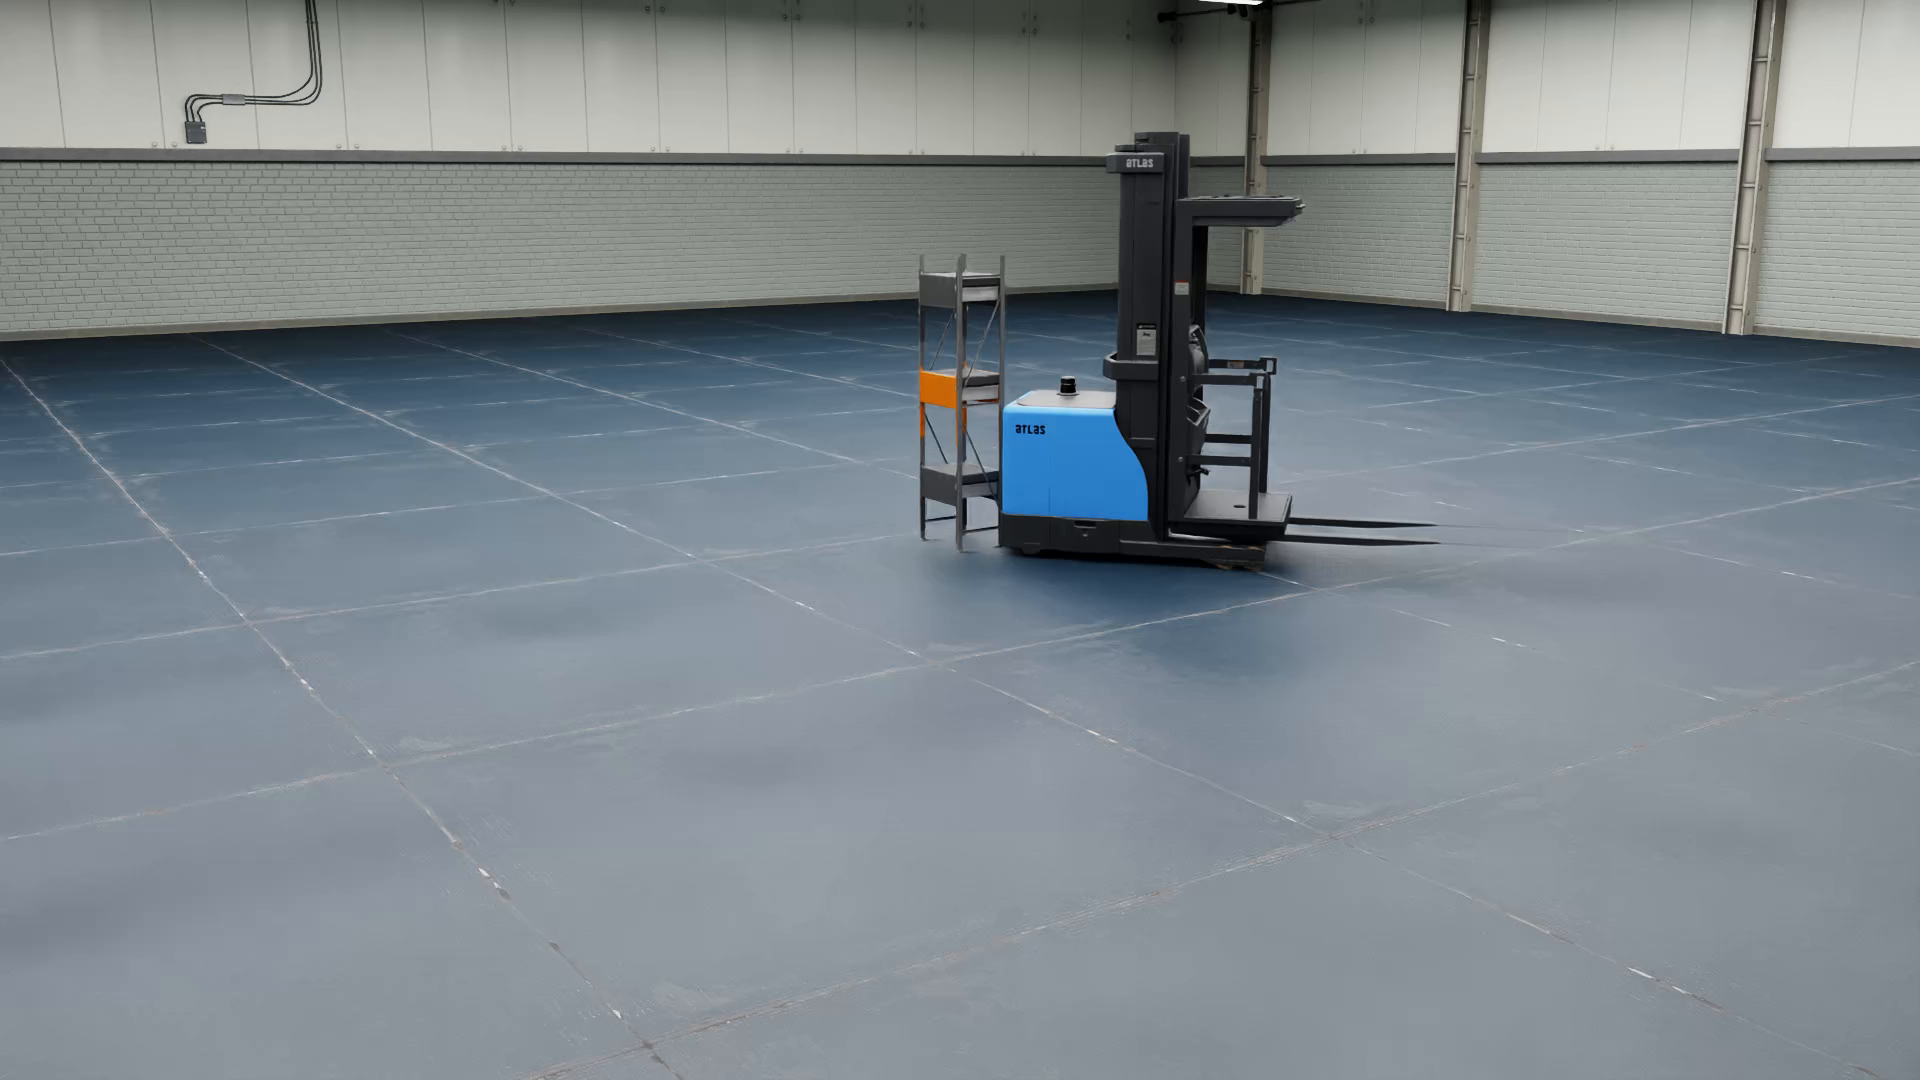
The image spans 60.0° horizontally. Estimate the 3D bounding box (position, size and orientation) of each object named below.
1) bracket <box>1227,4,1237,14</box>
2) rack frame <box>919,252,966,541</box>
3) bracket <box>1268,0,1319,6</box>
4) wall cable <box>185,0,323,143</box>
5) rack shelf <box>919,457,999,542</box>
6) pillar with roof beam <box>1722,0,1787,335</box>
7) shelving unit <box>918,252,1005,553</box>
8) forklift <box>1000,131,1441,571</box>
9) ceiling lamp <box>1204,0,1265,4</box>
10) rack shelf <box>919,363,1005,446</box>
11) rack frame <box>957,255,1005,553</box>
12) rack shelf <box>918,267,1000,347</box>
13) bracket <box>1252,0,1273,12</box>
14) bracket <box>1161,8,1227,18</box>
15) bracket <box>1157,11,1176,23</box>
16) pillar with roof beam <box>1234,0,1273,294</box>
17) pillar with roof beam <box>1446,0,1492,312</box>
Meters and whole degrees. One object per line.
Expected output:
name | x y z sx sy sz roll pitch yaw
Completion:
bracket | 6.176 -11.862 37.115 0.235 0.232 0.430 -8 15 -33
rack frame | -0.126 -1.043 12.218 0.400 2.100 0.015 -8 15 -33
bracket | 8.064 -11.256 34.345 0.076 0.066 4.783 -8 15 -33
wall cable | -12.141 -9.806 28.179 2.305 6.003 0.169 -8 15 -33
rack shelf | 0.010 -0.303 12.173 0.431 0.518 0.480 -8 15 -33
pillar with roof beam | 9.767 -7.428 25.265 9.100 9.000 0.400 -8 15 -33
shelving unit | 0.010 -1.000 12.020 0.431 2.100 0.503 -8 15 -33
forklift | 1.860 -1.344 11.645 3.031 2.935 1.130 3 13 14
ceiling lamp | 4.713 -11.649 30.903 2.000 3.185 0.800 -8 15 -33
rack shelf | 0.010 -0.987 12.023 0.431 0.518 0.480 -8 15 -33
rack frame | 0.147 -0.957 11.823 0.400 2.100 0.015 -8 15 -33
rack shelf | 0.010 -1.671 11.874 0.431 0.518 0.480 -8 15 -33
bracket | 6.636 -11.714 36.440 0.235 0.232 0.430 -8 15 -33
bracket | 5.191 -12.178 38.562 0.076 0.066 3.189 -8 15 -33
bracket | 4.863 -12.284 39.043 0.235 0.232 0.430 -8 15 -33
pillar with roof beam | 3.118 -9.562 35.024 9.100 9.000 0.548 -8 15 -33
pillar with roof beam | 6.442 -8.495 30.145 9.100 9.000 0.400 -8 15 -33
